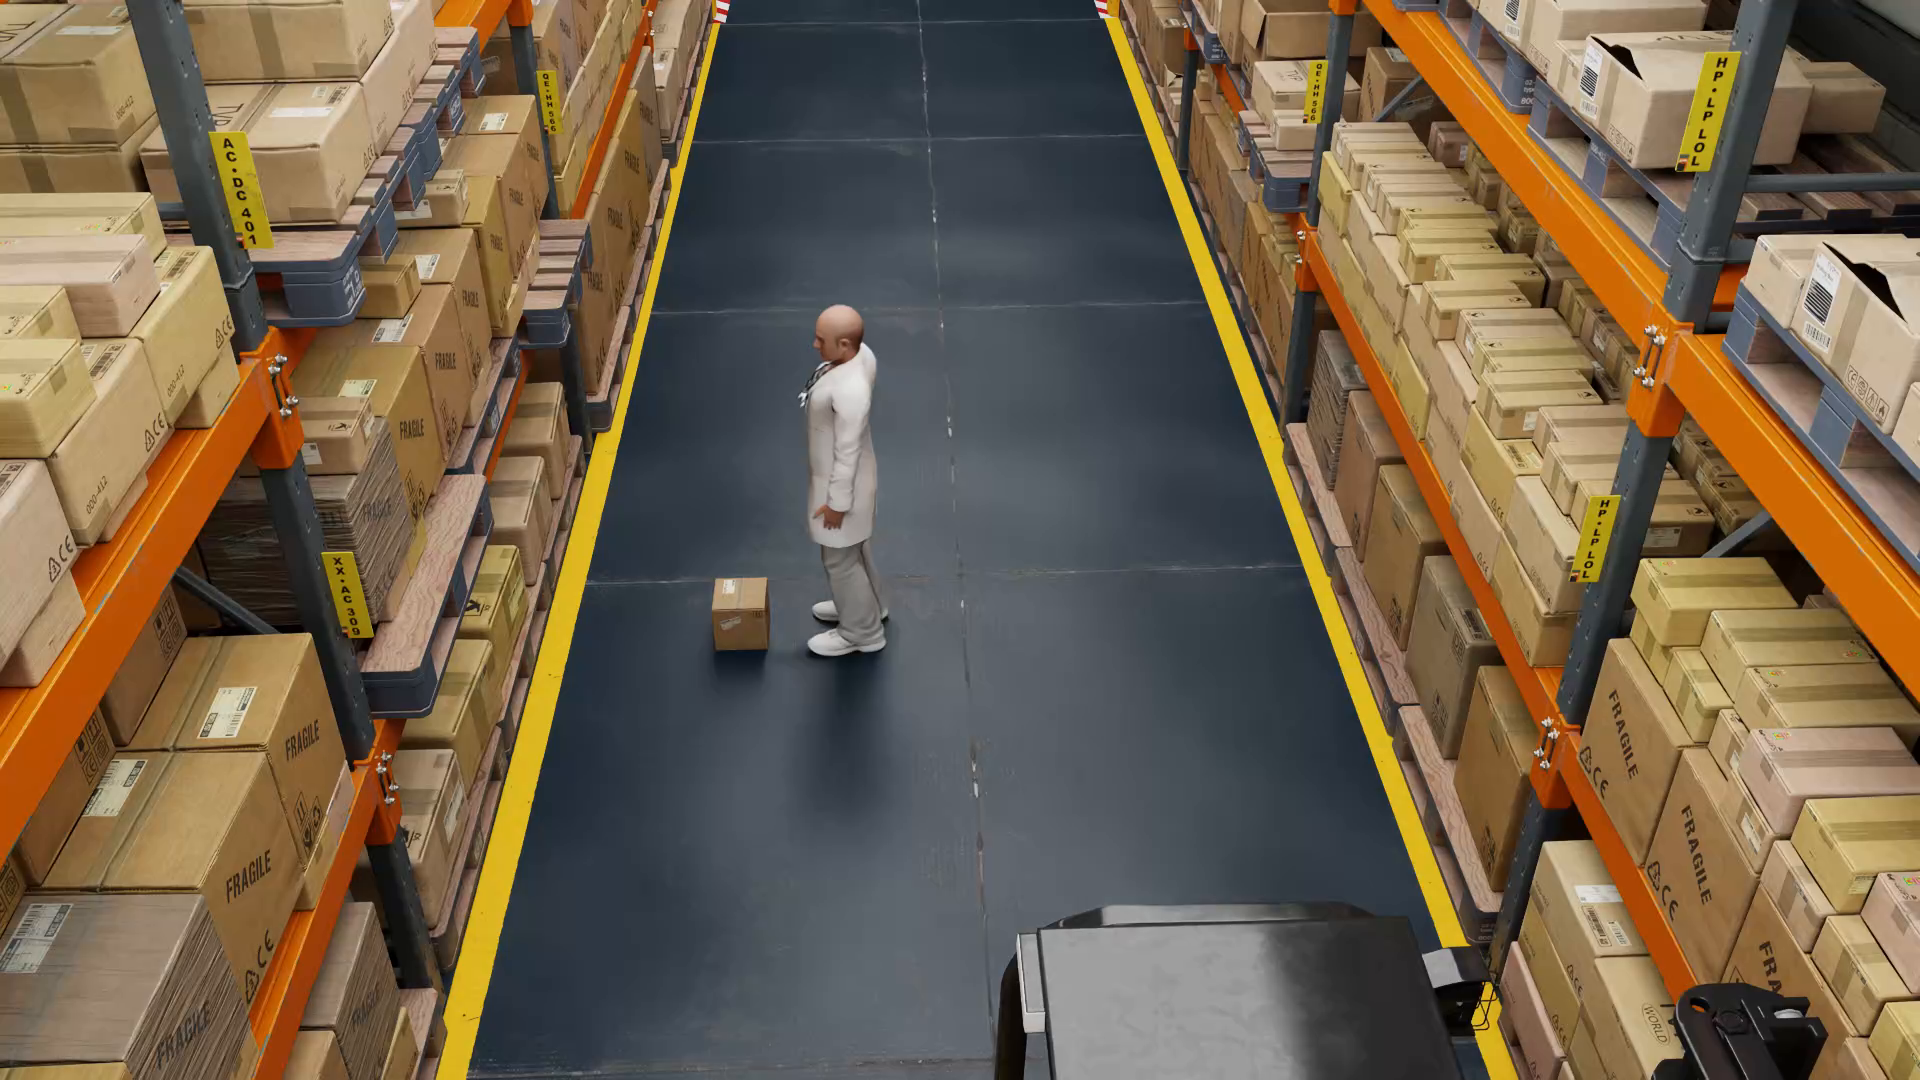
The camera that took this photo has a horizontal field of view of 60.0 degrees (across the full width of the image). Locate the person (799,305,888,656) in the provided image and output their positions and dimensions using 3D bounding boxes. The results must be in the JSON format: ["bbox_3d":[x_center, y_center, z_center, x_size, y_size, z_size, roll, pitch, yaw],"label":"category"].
[{"bbox_3d":[-0.543,-0.265,7.597,0.383,1.775,0.563,-1,35,-1],"label":"person"}]
